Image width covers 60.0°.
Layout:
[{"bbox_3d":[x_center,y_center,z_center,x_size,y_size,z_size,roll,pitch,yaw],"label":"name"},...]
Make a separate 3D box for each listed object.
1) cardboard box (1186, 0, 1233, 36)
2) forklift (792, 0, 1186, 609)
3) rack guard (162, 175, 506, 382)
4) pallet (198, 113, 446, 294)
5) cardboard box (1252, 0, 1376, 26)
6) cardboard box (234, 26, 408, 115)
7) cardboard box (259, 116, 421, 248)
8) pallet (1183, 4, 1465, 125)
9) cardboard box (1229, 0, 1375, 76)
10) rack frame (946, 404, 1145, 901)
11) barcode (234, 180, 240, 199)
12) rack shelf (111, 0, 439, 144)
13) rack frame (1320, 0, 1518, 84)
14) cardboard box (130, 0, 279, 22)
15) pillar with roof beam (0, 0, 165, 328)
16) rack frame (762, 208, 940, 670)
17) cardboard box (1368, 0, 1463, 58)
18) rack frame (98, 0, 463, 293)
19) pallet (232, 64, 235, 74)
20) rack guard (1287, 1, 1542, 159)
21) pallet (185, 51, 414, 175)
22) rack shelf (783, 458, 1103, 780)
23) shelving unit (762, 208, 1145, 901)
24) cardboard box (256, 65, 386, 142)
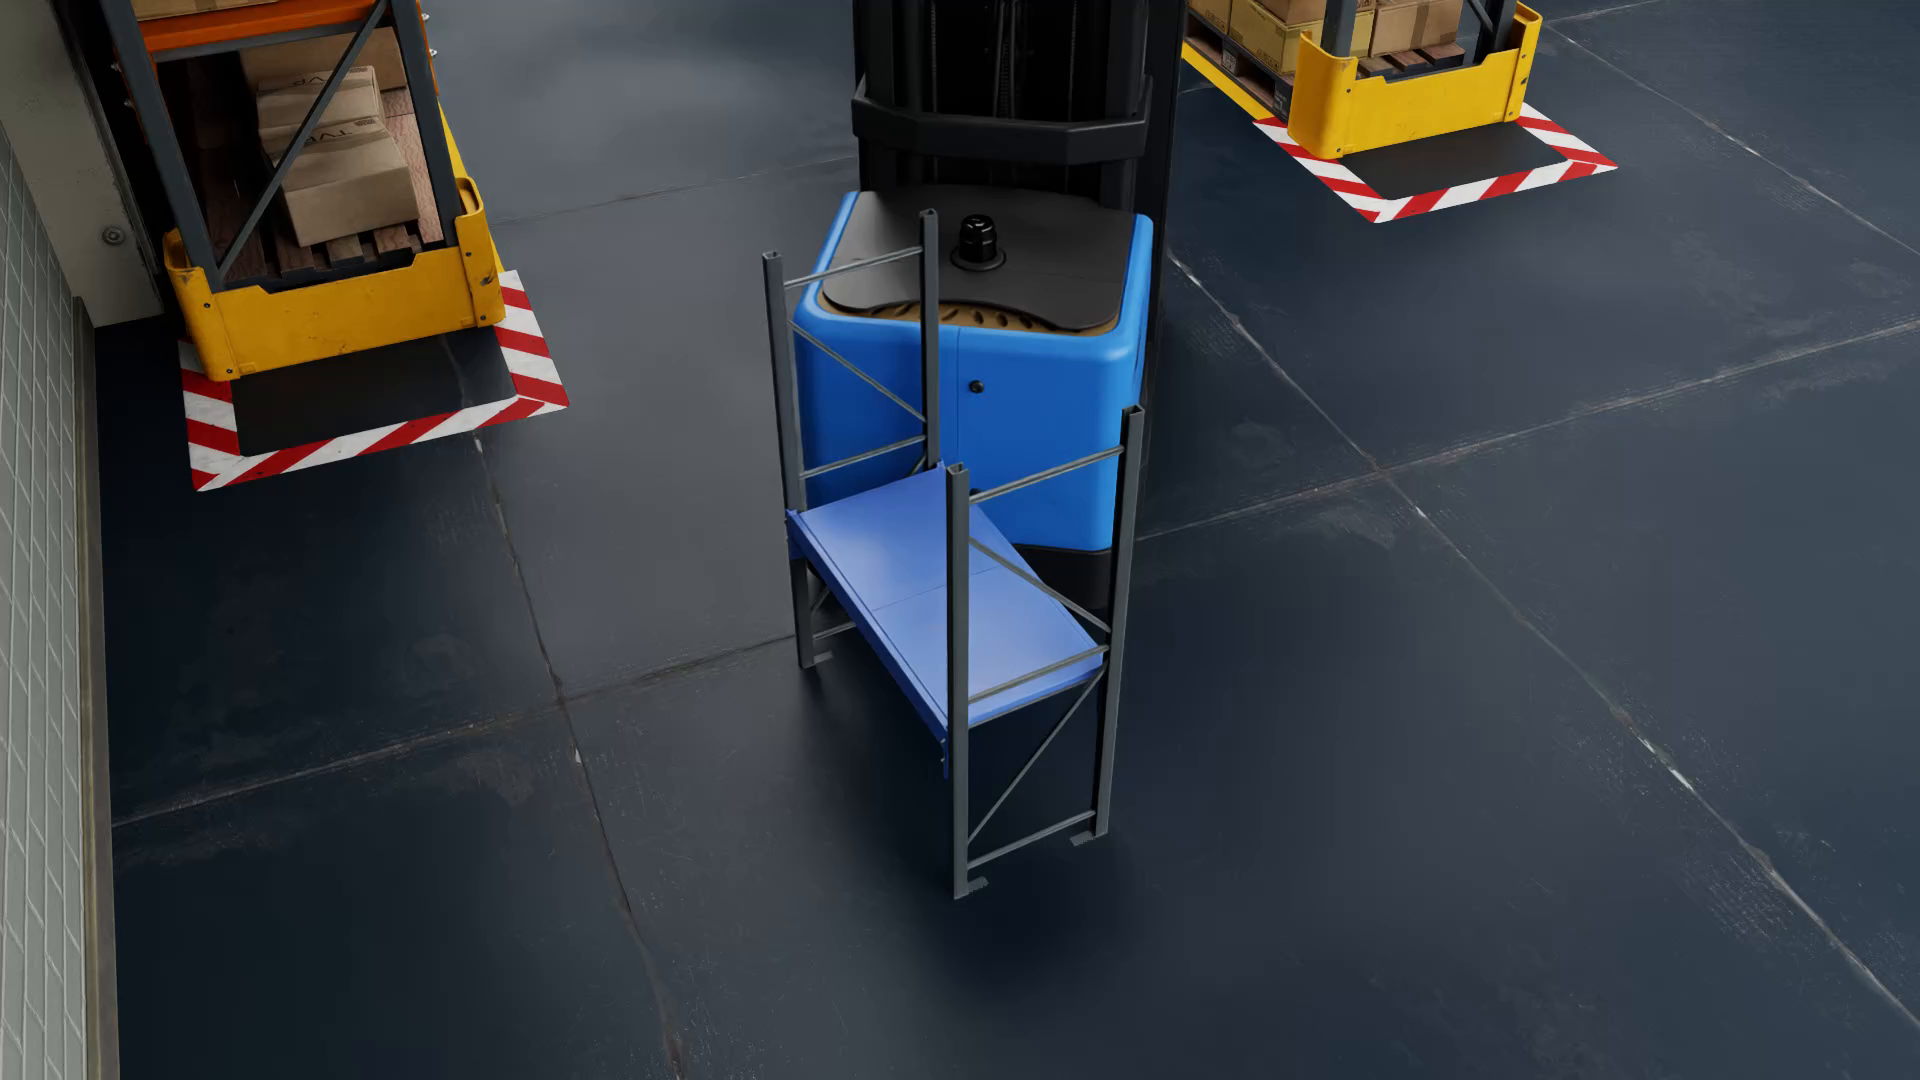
[{"bbox_3d":[1.476,-2.845,8.544,0.500,0.250,0.500,-15,43,-17],"label":"cardboard box"},{"bbox_3d":[0.229,-1.850,5.654,1.130,2.935,3.031,6,41,7],"label":"forklift"},{"bbox_3d":[-2.448,-1.041,6.577,1.175,0.500,0.348,-15,43,-17],"label":"rack guard"},{"bbox_3d":[-2.726,-1.429,7.250,1.003,0.211,1.213,-15,43,-17],"label":"pallet"},{"bbox_3d":[1.676,-2.830,7.953,0.500,0.500,0.500,-15,43,-17],"label":"cardboard box"},{"bbox_3d":[-3.053,-2.399,7.819,0.700,0.500,0.500,-18,44,-20],"label":"cardboard box"},{"bbox_3d":[-2.601,-1.529,6.952,0.500,0.311,0.500,-20,45,-22],"label":"cardboard box"},{"bbox_3d":[1.825,-2.574,8.581,1.003,0.211,1.213,-15,43,-17],"label":"pallet"},{"bbox_3d":[1.678,-2.547,8.198,0.500,0.250,0.500,-15,43,-17],"label":"cardboard box"},{"bbox_3d":[0.196,0.341,4.203,0.500,1.500,0.032,-19,44,-21],"label":"rack frame"},{"bbox_3d":[-2.977,-1.444,6.846,0.001,0.075,0.075,-15,43,-17],"label":"barcode"},{"bbox_3d":[-3.184,-2.875,7.344,1.077,0.370,4.000,-15,43,-17],"label":"rack shelf"},{"bbox_3d":[2.156,-3.181,7.148,1.000,3.000,0.127,-15,43,-17],"label":"rack frame"},{"bbox_3d":[-2.777,-2.127,6.022,0.500,0.250,0.500,-15,43,-16],"label":"cardboard box"},{"bbox_3d":[0.491,-5.497,5.241,9.100,9.000,0.400,-15,43,-17],"label":"pillar with roof beam"},{"bbox_3d":[-0.287,-0.242,4.881,0.500,1.500,0.032,-19,44,-21],"label":"rack frame"},{"bbox_3d":[2.156,-2.676,8.348,0.500,0.250,0.500,-15,43,-17],"label":"cardboard box"},{"bbox_3d":[-2.419,-1.943,5.708,1.000,3.000,0.127,-15,43,-17],"label":"rack frame"},{"bbox_3d":[-3.660,-2.899,8.959,1.003,0.211,1.213,-15,43,-17],"label":"pallet"},{"bbox_3d":[2.165,-2.218,7.946,1.175,0.500,0.348,-15,43,-17],"label":"rack guard"},{"bbox_3d":[-3.189,-2.163,8.104,1.003,0.211,1.213,-15,43,-17],"label":"pallet"},{"bbox_3d":[-0.046,0.186,4.659,0.538,0.185,1.000,-19,44,-21],"label":"rack shelf"},{"bbox_3d":[-0.046,0.050,4.542,0.538,1.500,1.048,-19,44,-21],"label":"shelving unit"},{"bbox_3d":[-2.819,-1.873,7.352,0.500,0.311,0.500,-12,42,-13],"label":"cardboard box"}]
